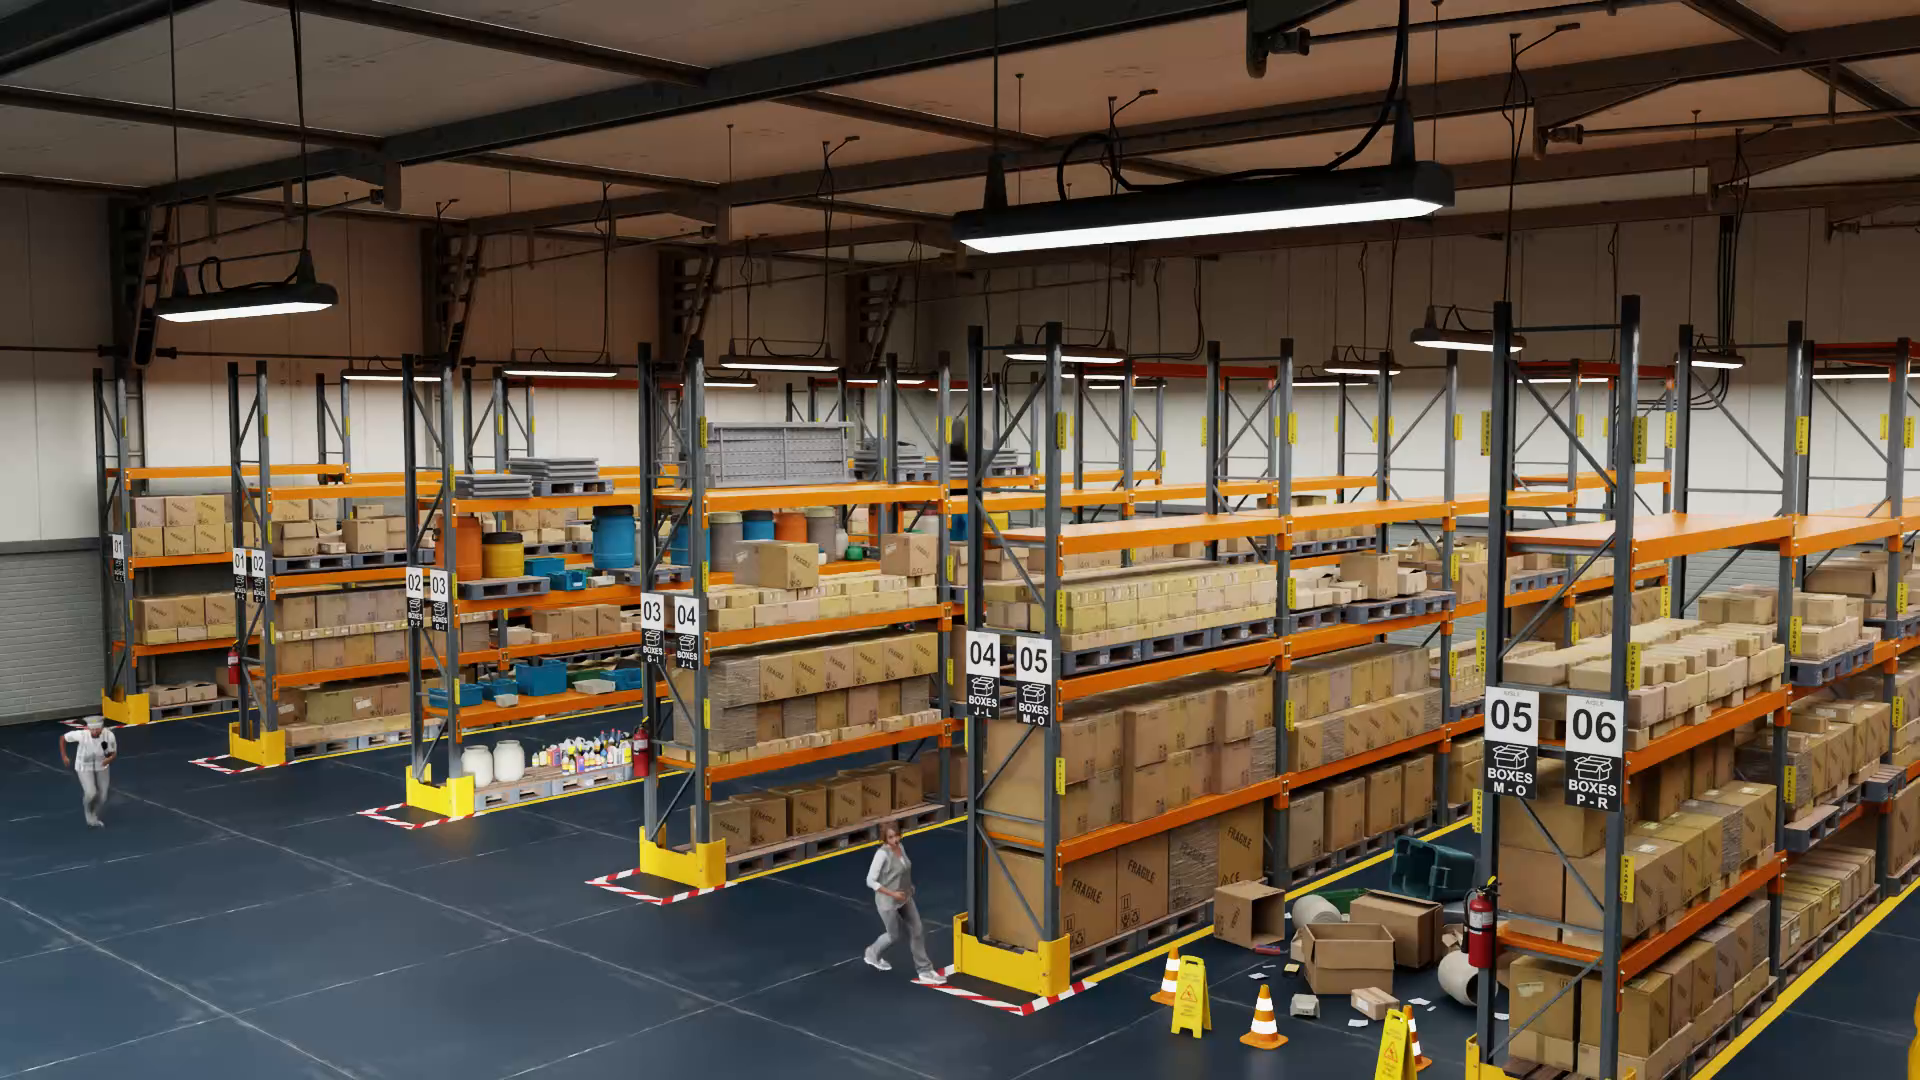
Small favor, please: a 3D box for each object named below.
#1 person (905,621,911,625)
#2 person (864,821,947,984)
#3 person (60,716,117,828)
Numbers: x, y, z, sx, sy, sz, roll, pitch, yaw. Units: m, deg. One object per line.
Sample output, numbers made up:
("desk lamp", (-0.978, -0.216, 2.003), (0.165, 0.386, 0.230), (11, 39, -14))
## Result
("person", (-0.702, 2.030, 32.271), (0.727, 1.523, 0.878), (1, 4, 17))
("person", (-0.617, 3.281, 15.057), (0.799, 1.528, 0.657), (3, 5, 36))
("person", (-10.822, 2.898, 20.677), (0.604, 1.490, 0.864), (-3, 5, -36))
